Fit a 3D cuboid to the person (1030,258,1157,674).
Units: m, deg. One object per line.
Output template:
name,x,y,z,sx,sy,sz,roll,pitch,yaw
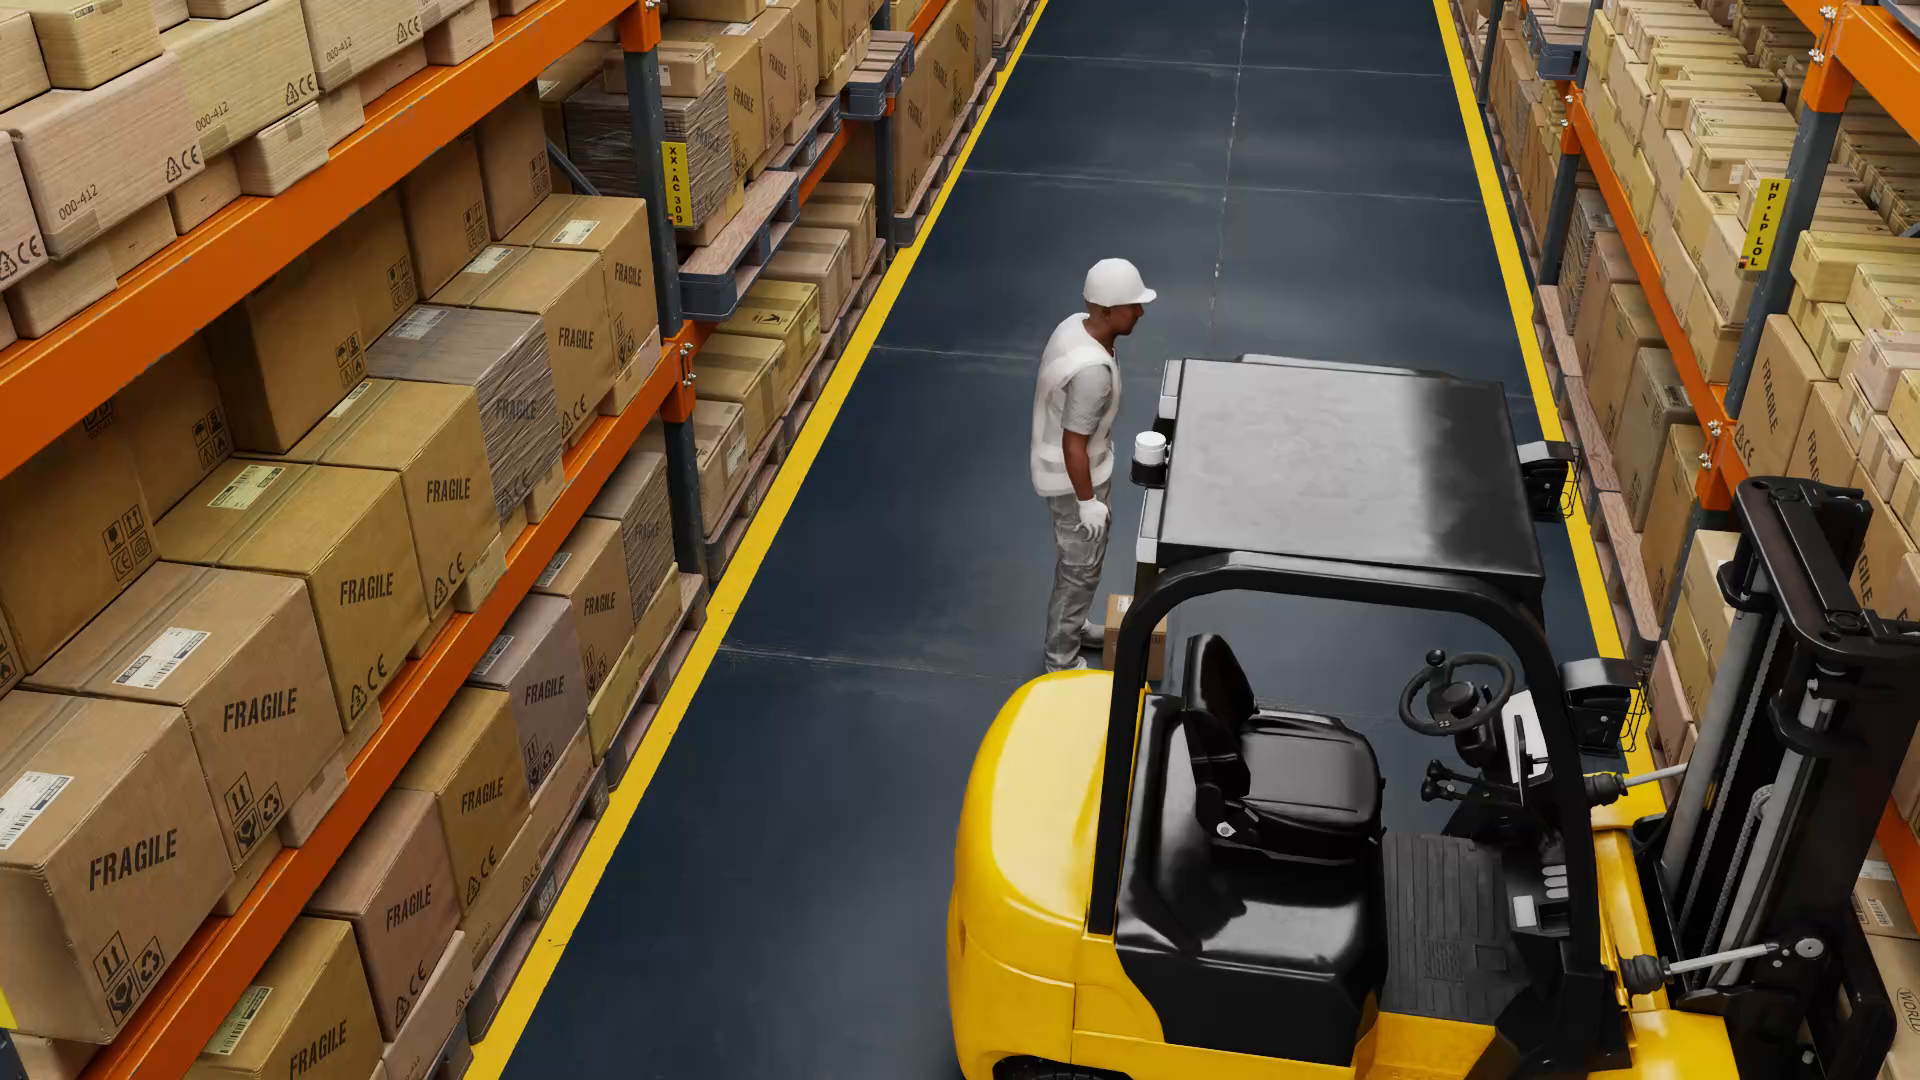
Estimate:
person,0.501,-0.261,6.541,0.448,1.774,0.628,3,32,5
